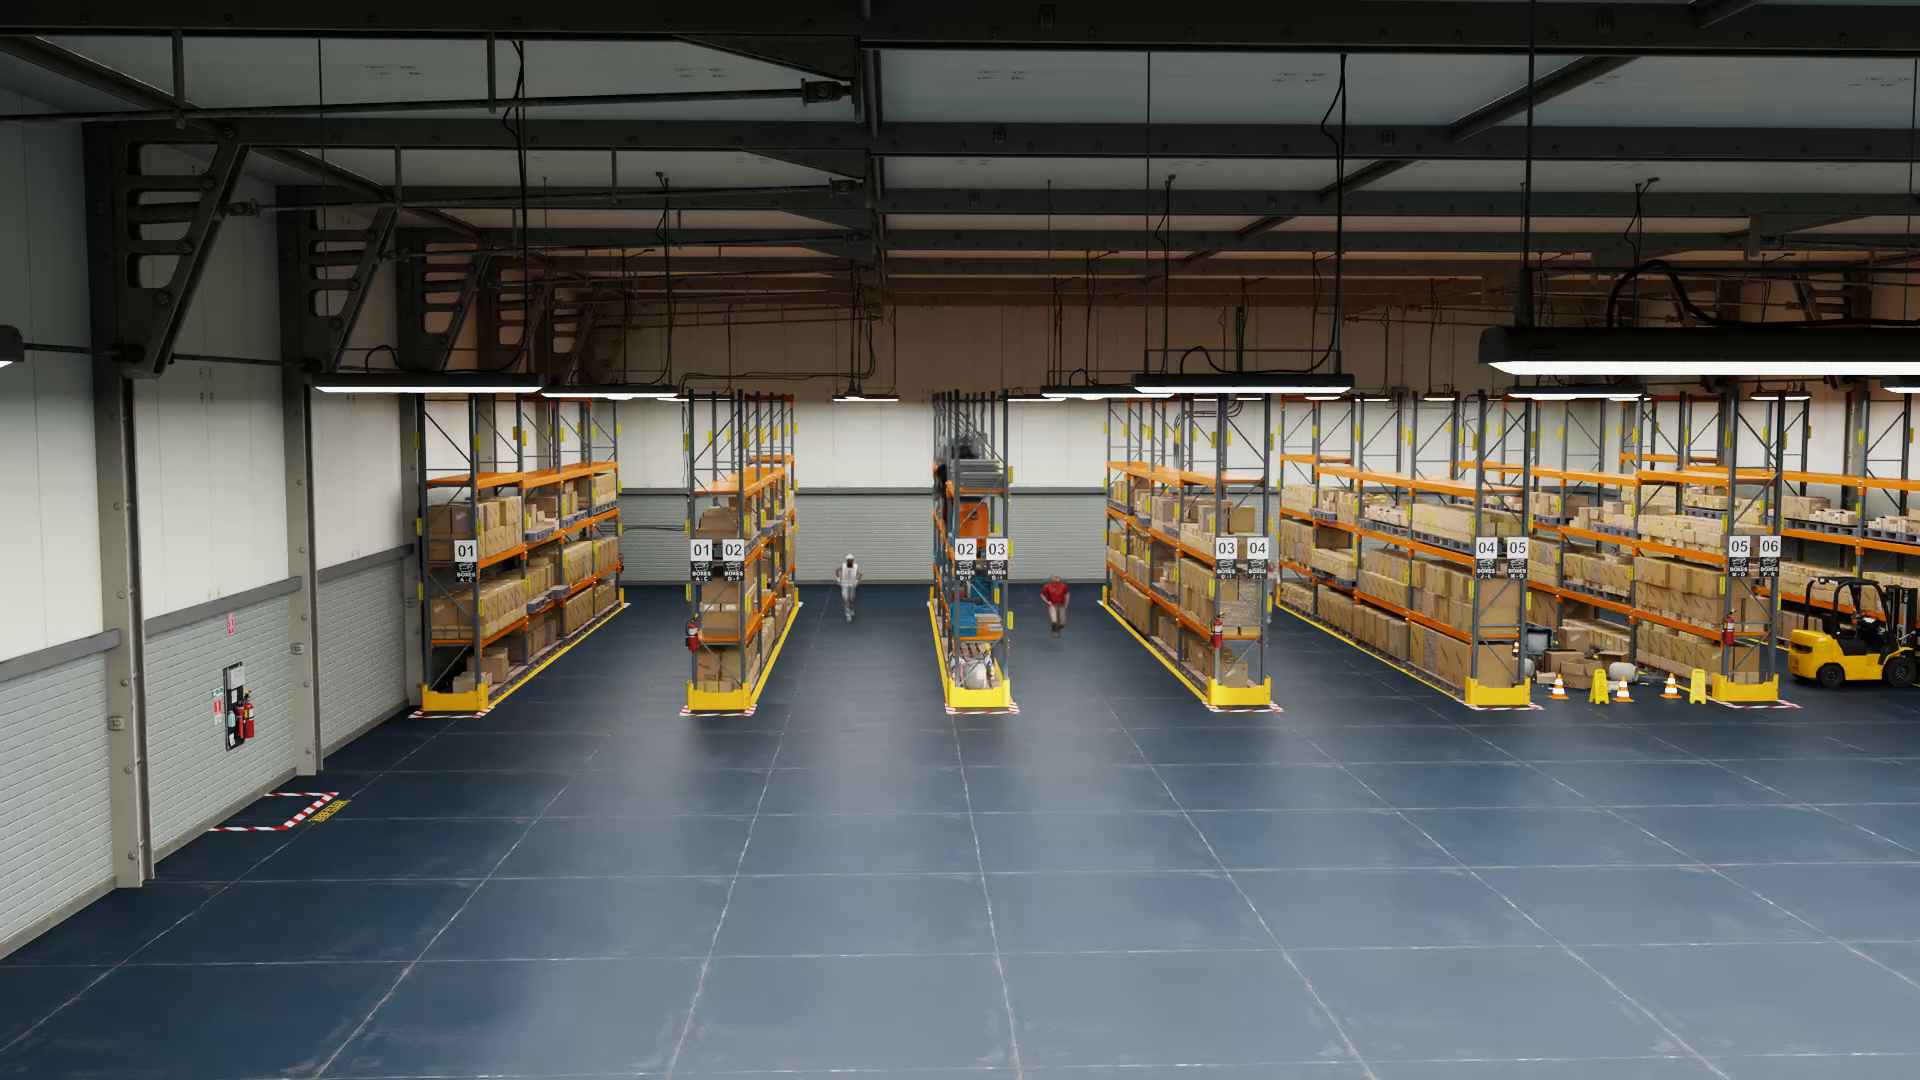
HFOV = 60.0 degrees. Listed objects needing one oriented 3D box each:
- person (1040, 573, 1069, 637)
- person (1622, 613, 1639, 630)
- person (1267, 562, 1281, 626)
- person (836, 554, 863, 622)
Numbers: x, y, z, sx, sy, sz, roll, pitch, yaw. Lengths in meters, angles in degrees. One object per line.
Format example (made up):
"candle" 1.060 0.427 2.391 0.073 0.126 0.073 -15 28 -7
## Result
"person" 2.254 1.547 39.053 0.707 1.548 0.661 -1 5 -10
"person" 16.535 1.524 40.893 0.692 1.724 0.582 0 5 -5
"person" 8.081 1.386 43.311 0.509 1.643 0.728 0 5 -4
"person" -2.944 1.240 44.224 0.708 1.760 1.047 0 5 -3
